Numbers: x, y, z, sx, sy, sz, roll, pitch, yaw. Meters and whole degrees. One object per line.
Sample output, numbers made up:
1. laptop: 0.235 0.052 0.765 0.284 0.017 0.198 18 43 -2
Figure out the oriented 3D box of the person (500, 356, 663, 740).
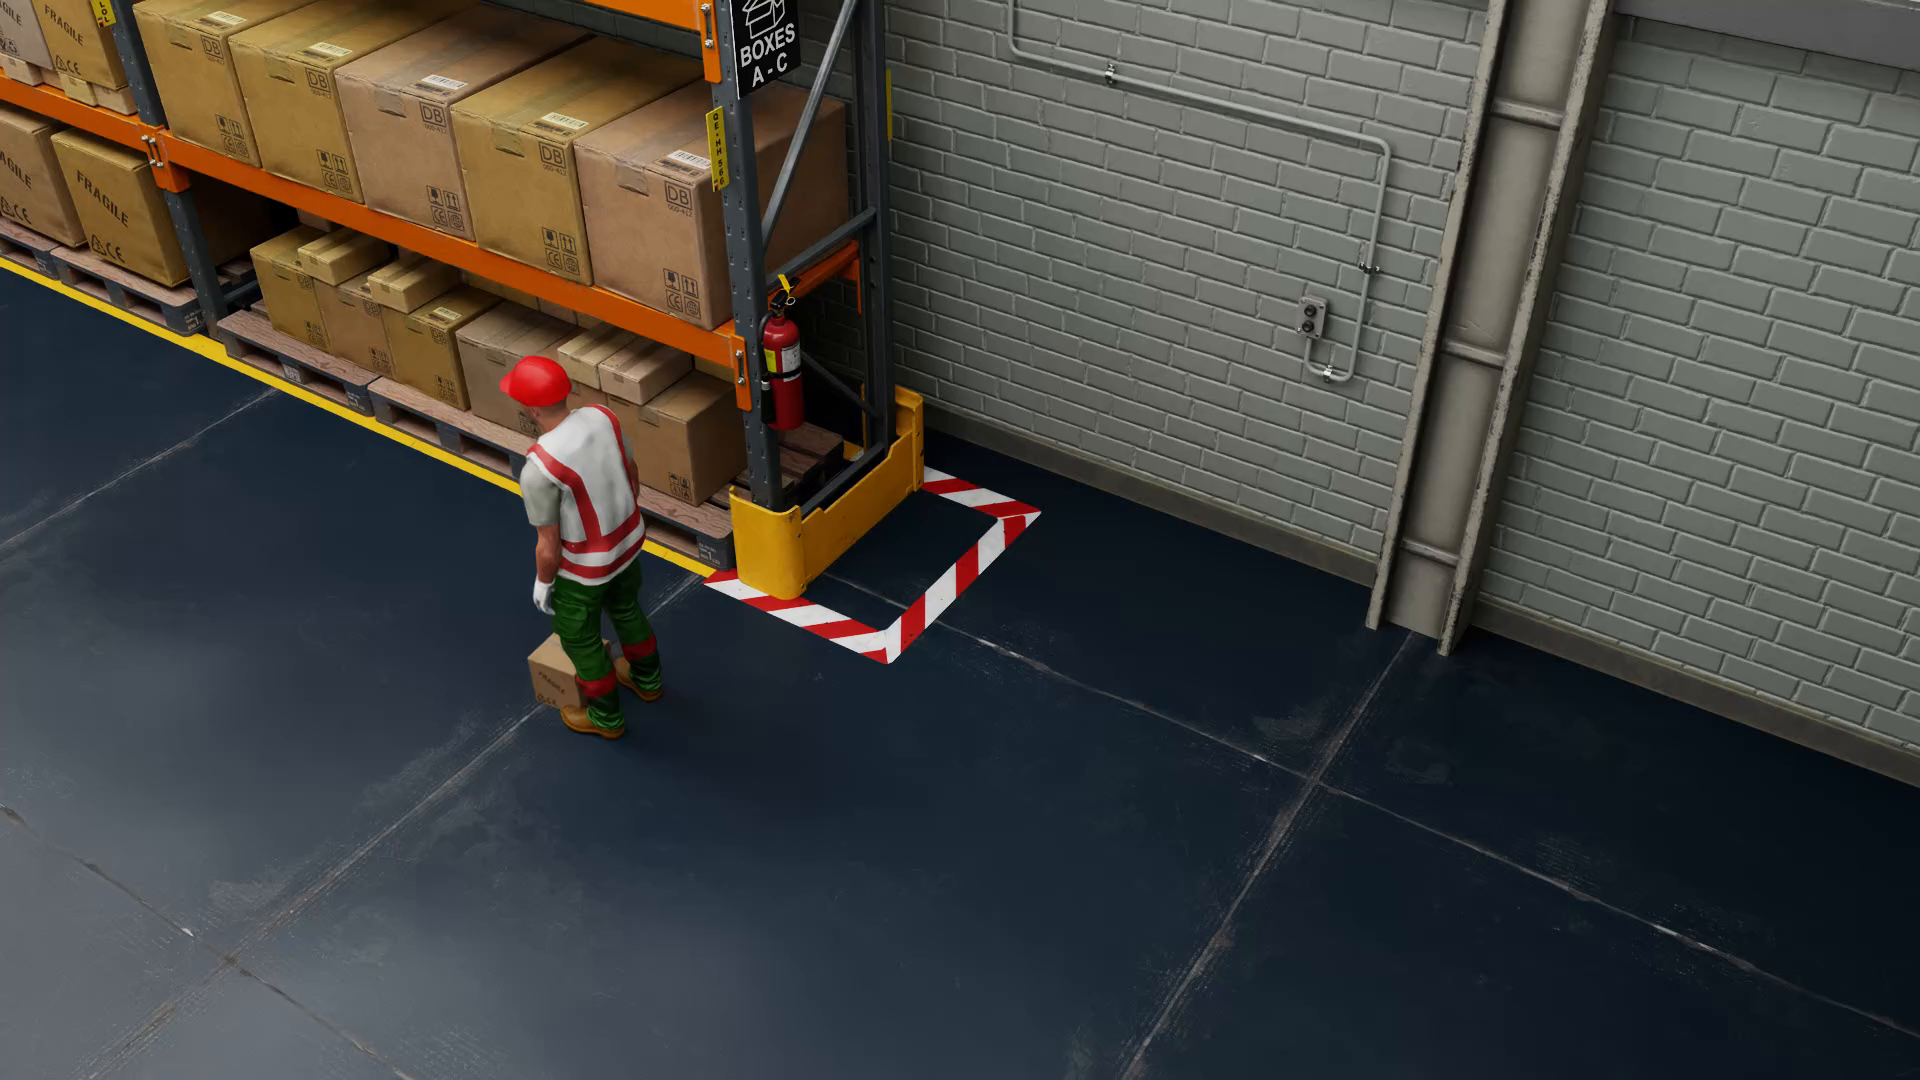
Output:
1. person: -1.487 0.043 6.615 0.453 1.777 0.604 20 42 23
